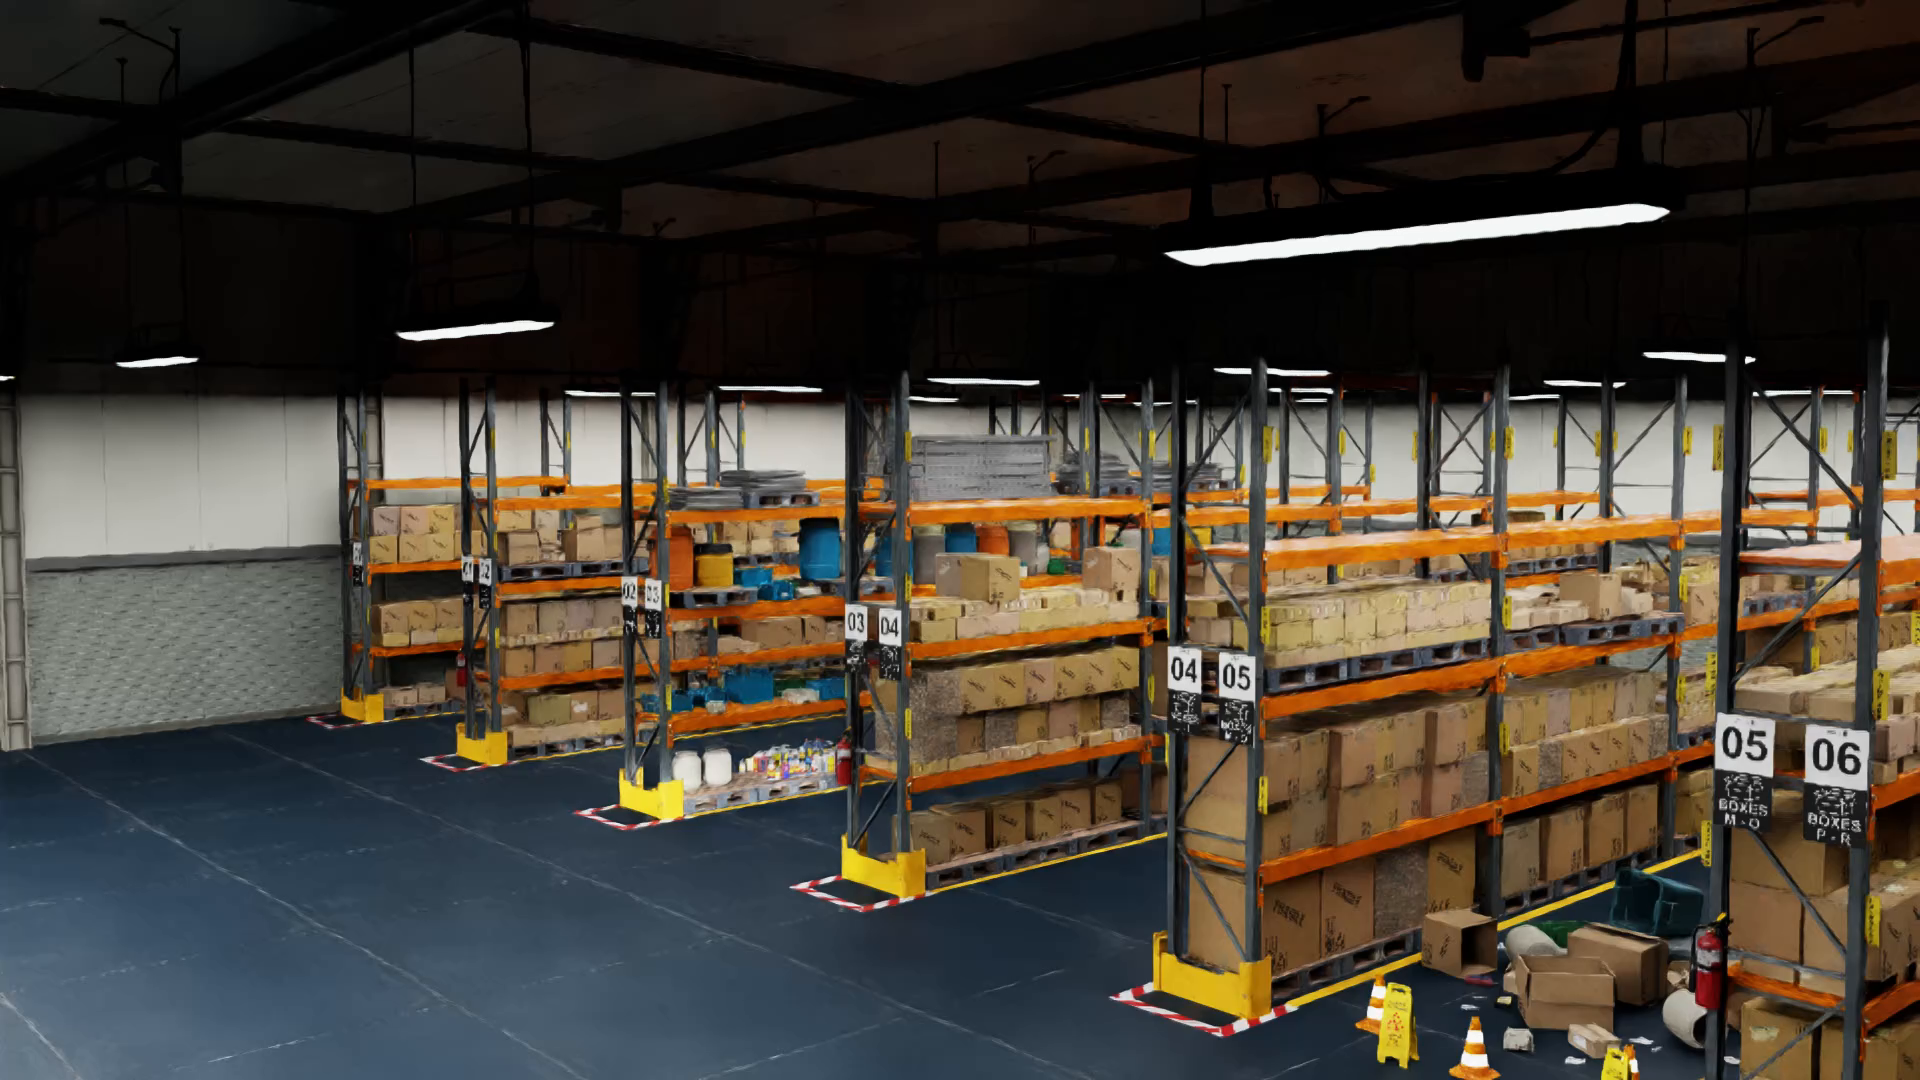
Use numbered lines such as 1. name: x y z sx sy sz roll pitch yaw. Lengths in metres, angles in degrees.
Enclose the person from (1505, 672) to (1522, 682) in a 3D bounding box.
1. person: 8.162 2.742 24.414 0.997 1.624 0.502 -3 5 -42
